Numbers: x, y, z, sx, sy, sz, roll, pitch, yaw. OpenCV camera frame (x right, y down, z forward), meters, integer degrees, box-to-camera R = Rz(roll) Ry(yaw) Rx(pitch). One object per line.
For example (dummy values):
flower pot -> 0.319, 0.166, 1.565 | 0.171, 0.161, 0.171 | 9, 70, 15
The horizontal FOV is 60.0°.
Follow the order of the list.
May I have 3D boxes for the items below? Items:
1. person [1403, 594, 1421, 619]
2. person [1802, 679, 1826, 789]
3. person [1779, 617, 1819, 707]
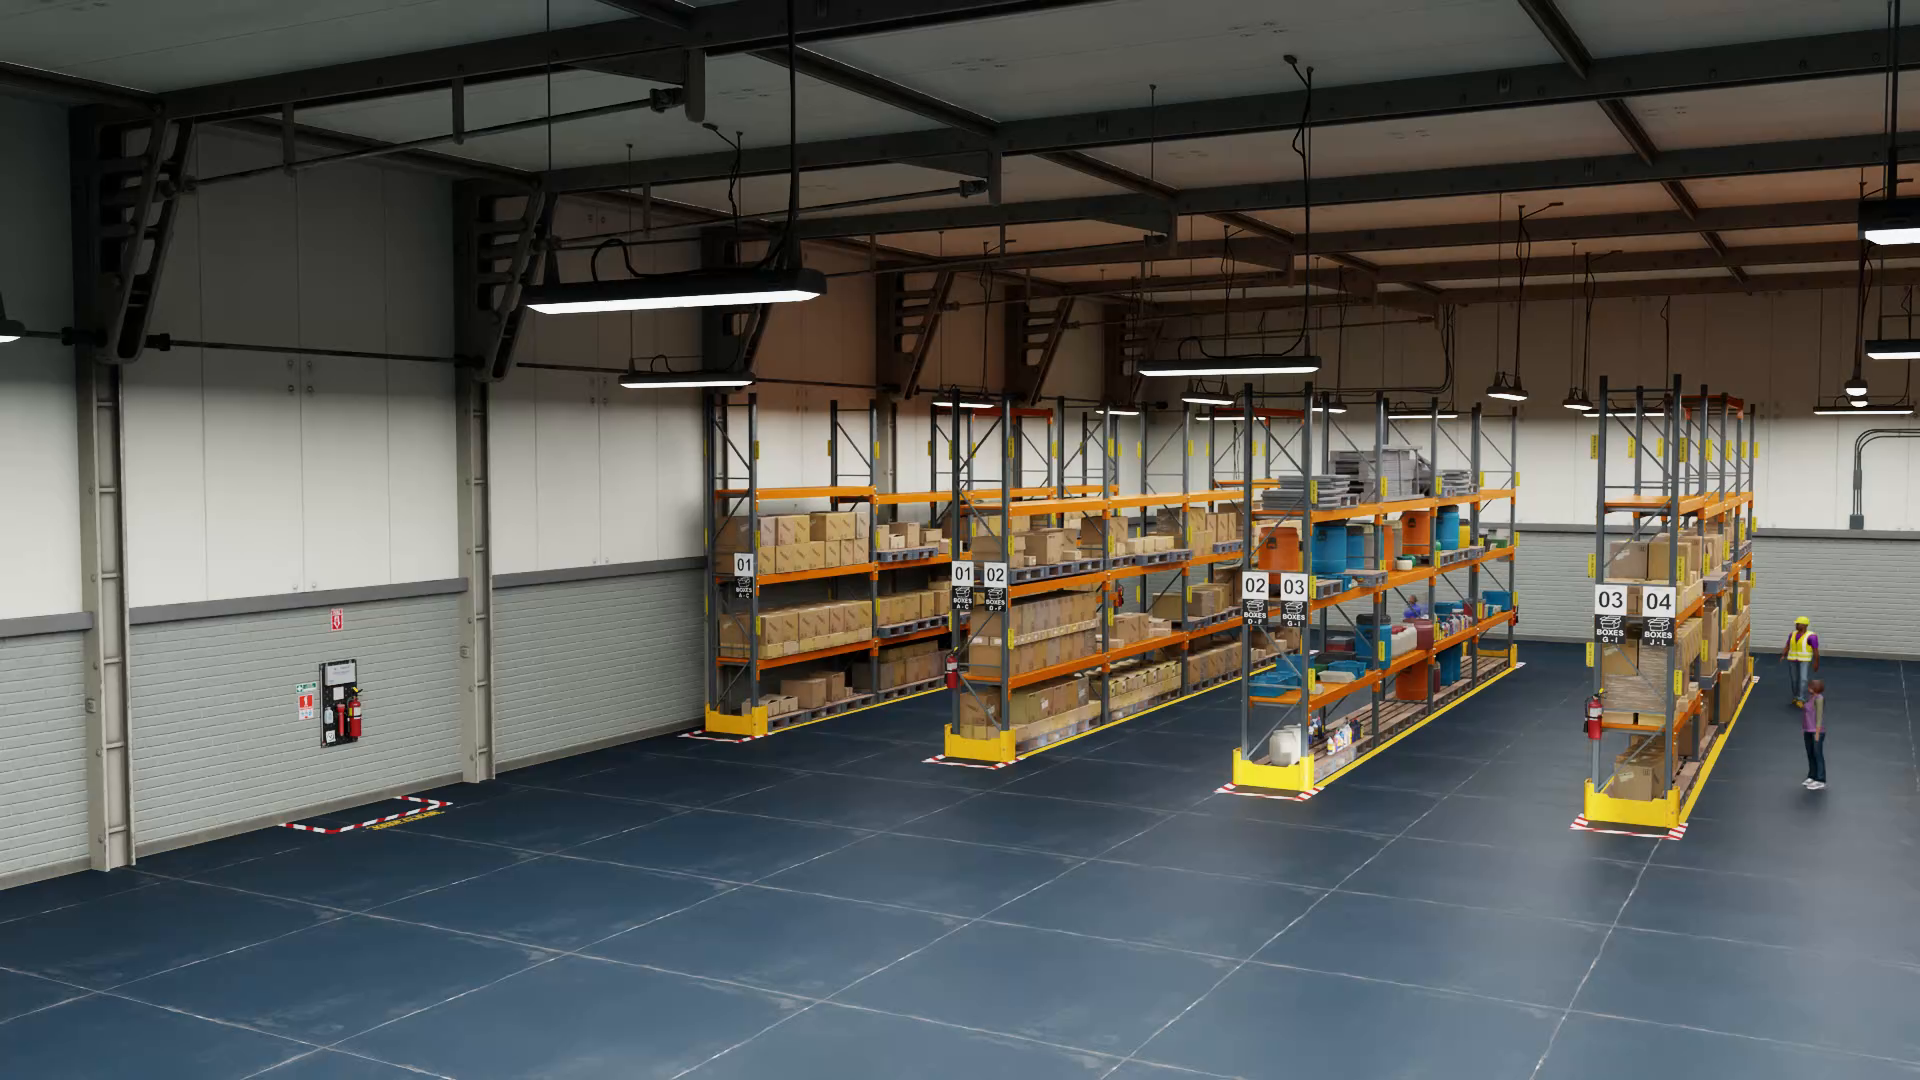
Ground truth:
person -> 10.567, 2.080, 38.954 | 0.485, 1.612, 0.678 | 2, 4, 37
person -> 12.690, 2.868, 24.723 | 0.354, 1.608, 0.475 | 0, 3, -1
person -> 16.336, 2.361, 32.423 | 0.678, 1.723, 0.919 | 3, 4, 40
